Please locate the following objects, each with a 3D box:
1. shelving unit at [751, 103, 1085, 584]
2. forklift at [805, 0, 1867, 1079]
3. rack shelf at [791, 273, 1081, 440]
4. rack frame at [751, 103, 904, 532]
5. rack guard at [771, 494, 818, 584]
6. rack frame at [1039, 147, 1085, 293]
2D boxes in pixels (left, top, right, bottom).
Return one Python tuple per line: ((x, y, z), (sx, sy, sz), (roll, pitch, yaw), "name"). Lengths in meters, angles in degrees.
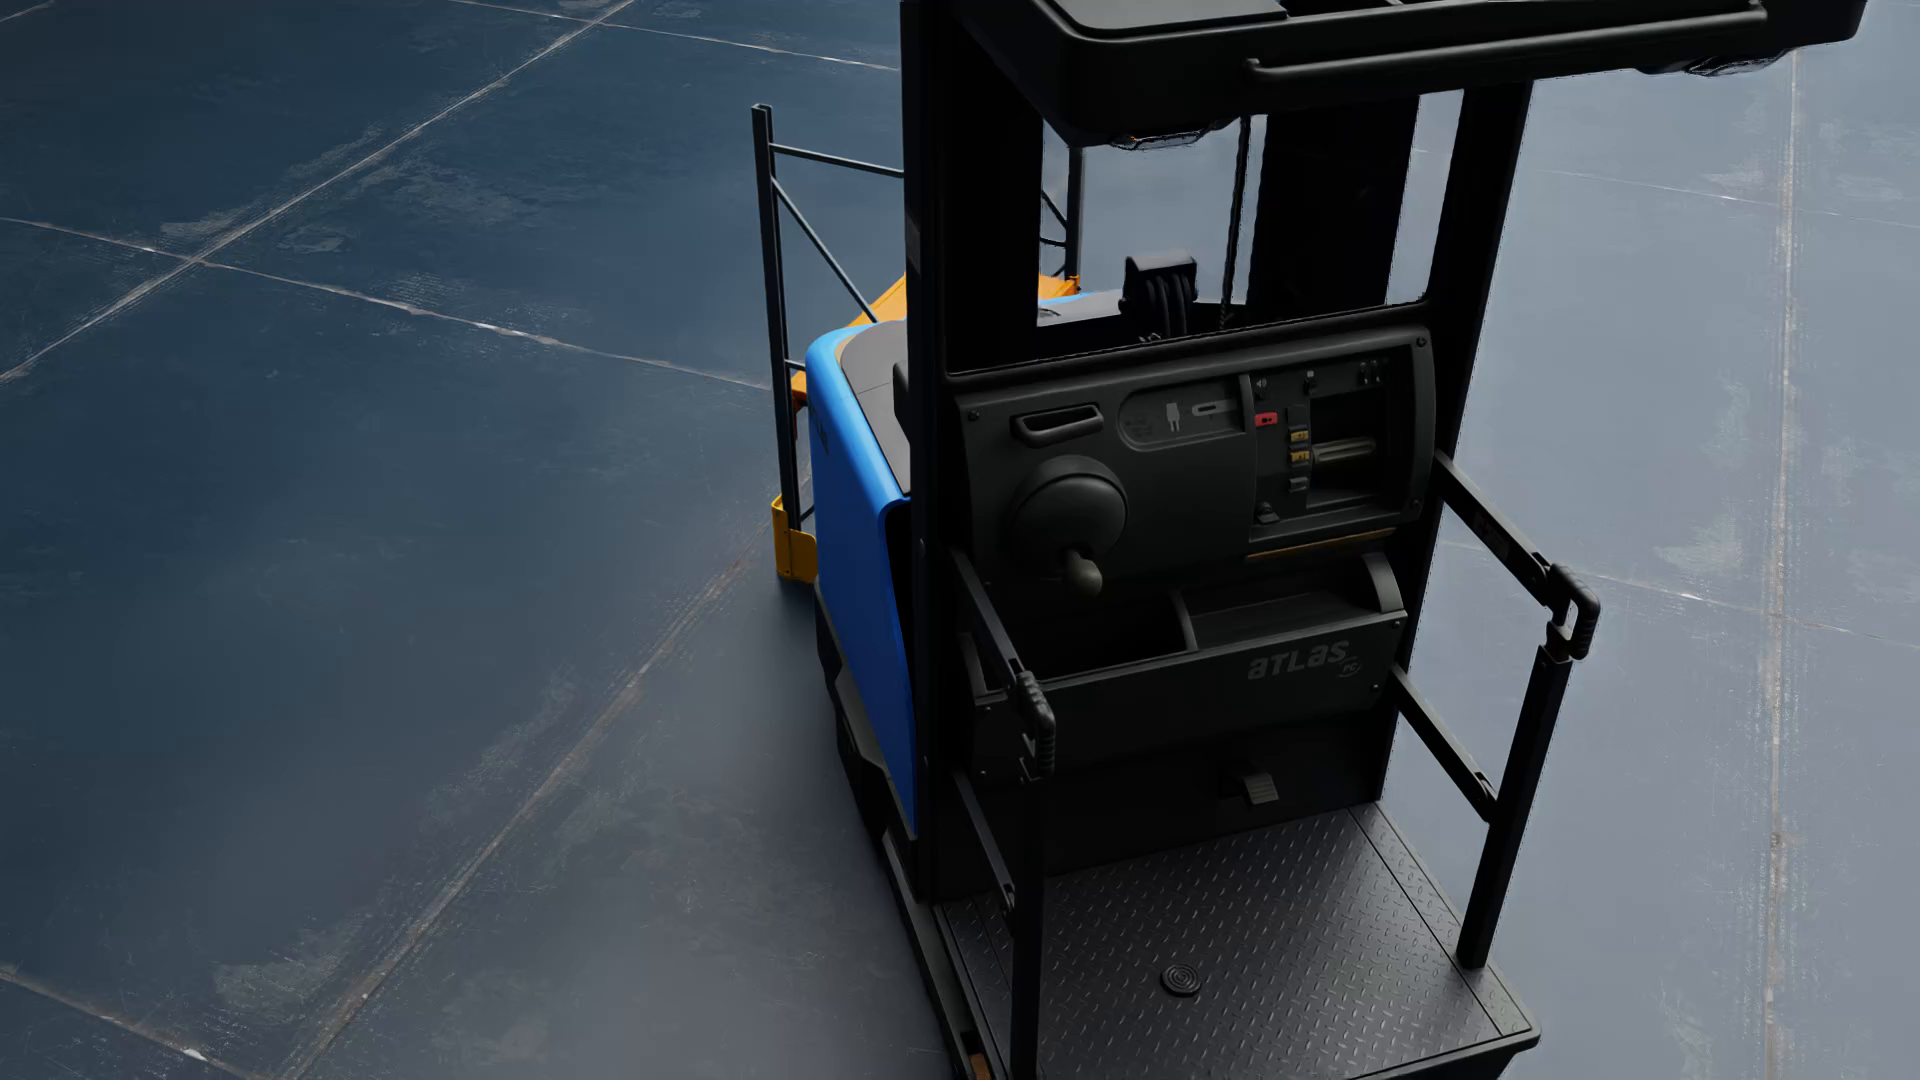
((-0.070, -0.715, 4.953), (0.587, 1.500, 1.083), (16, 40, 21), "shelving unit")
((0.516, -0.076, 2.903), (1.130, 2.935, 3.031), (-10, 38, -14), "forklift")
((-0.074, -0.566, 5.055), (0.538, 0.185, 1.000), (16, 40, 21), "rack shelf")
((-0.298, -0.437, 4.581), (0.500, 1.500, 0.032), (16, 40, 21), "rack frame")
((-0.290, 0.054, 4.969), (0.587, 0.250, 0.087), (16, 40, 21), "rack guard")
((0.149, -0.983, 5.313), (0.500, 1.500, 0.032), (16, 40, 21), "rack frame")
